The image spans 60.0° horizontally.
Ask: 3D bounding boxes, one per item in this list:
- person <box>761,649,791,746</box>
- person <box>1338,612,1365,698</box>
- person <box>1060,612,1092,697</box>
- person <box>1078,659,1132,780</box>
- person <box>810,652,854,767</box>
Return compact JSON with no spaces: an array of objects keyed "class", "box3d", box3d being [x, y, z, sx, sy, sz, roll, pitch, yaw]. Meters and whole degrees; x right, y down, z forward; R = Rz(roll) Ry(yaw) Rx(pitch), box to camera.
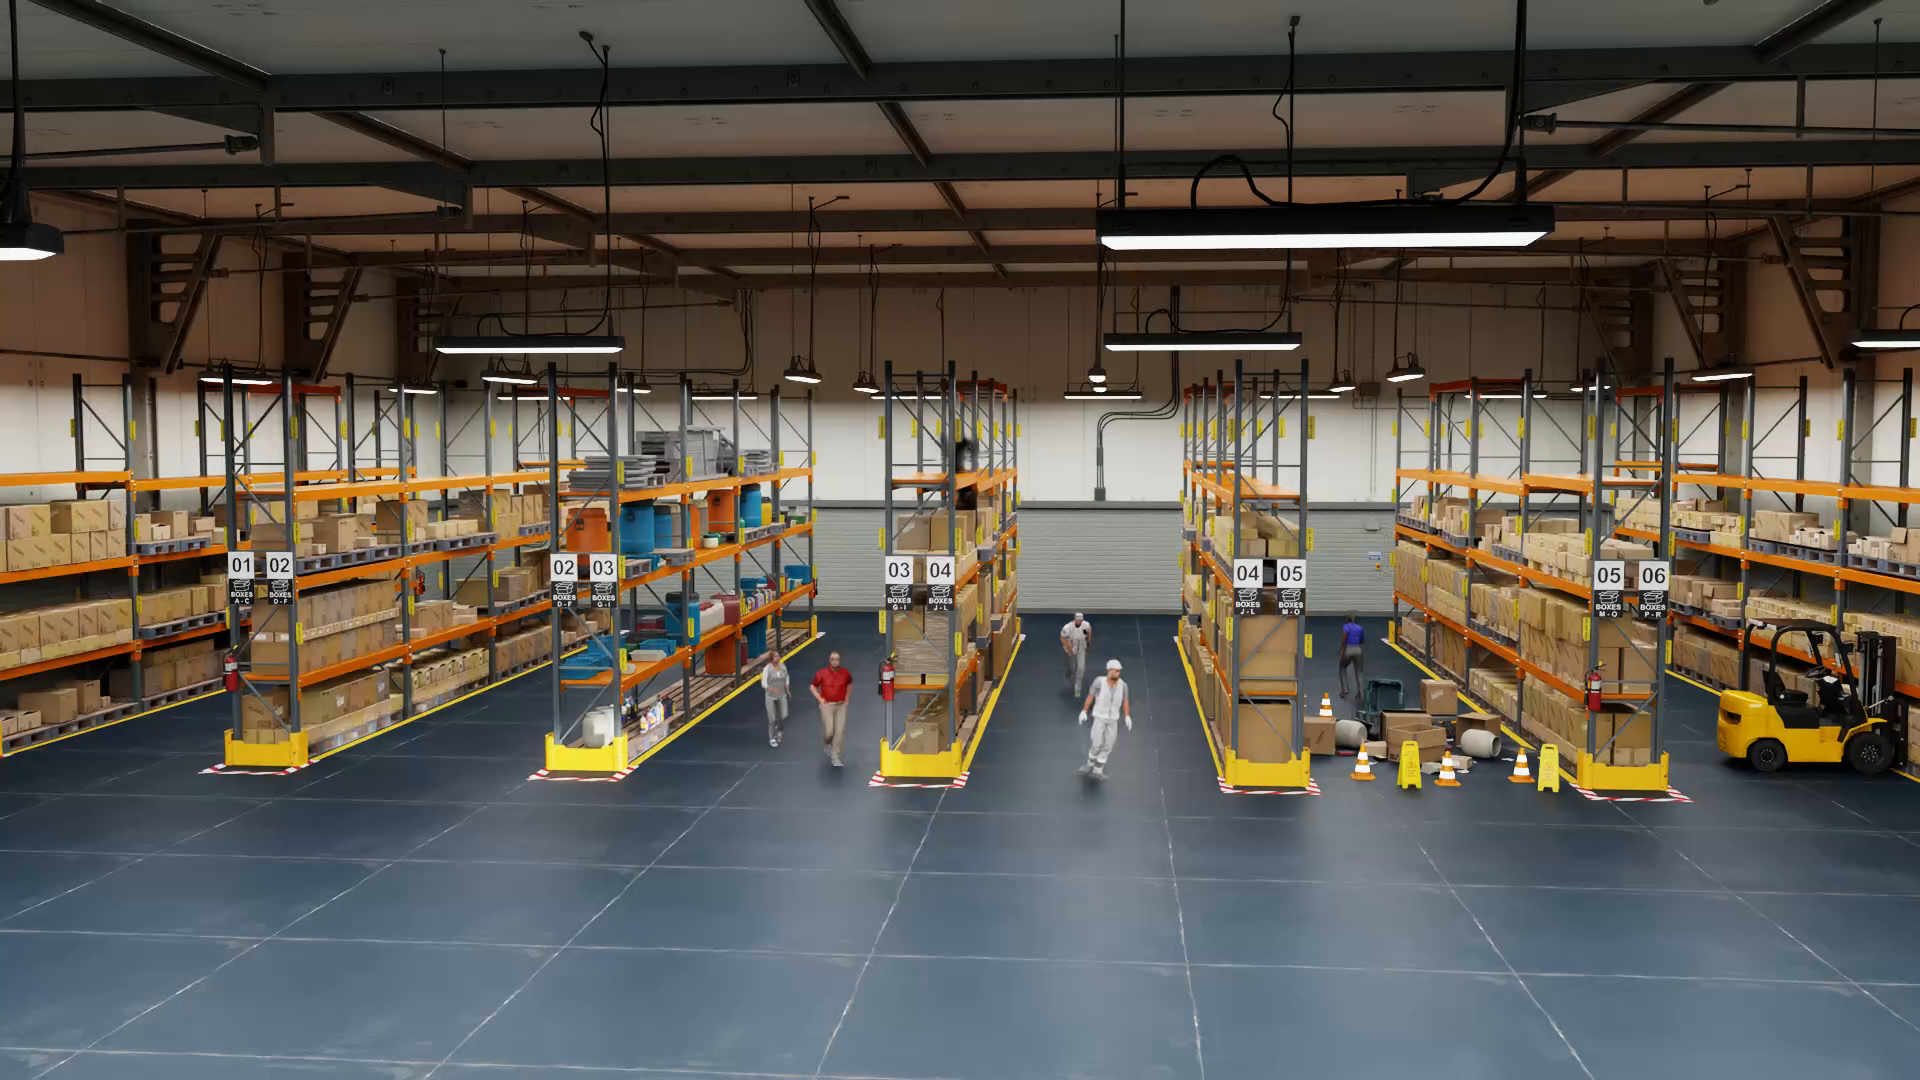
[{"class":"person","box3d":[-2.883,2.499,26.205,0.509,1.552,0.638,-2,4,-22]},{"class":"person","box3d":[7.314,2.175,31.038,0.571,1.611,0.948,0,4,-5]},{"class":"person","box3d":[2.182,2.150,31.649,0.632,1.630,1.000,-1,4,-14]},{"class":"person","box3d":[2.079,2.566,23.818,0.686,1.752,0.586,-1,4,-19]},{"class":"person","box3d":[-1.918,2.518,25.012,0.679,1.688,0.804,-1,4,-15]}]
